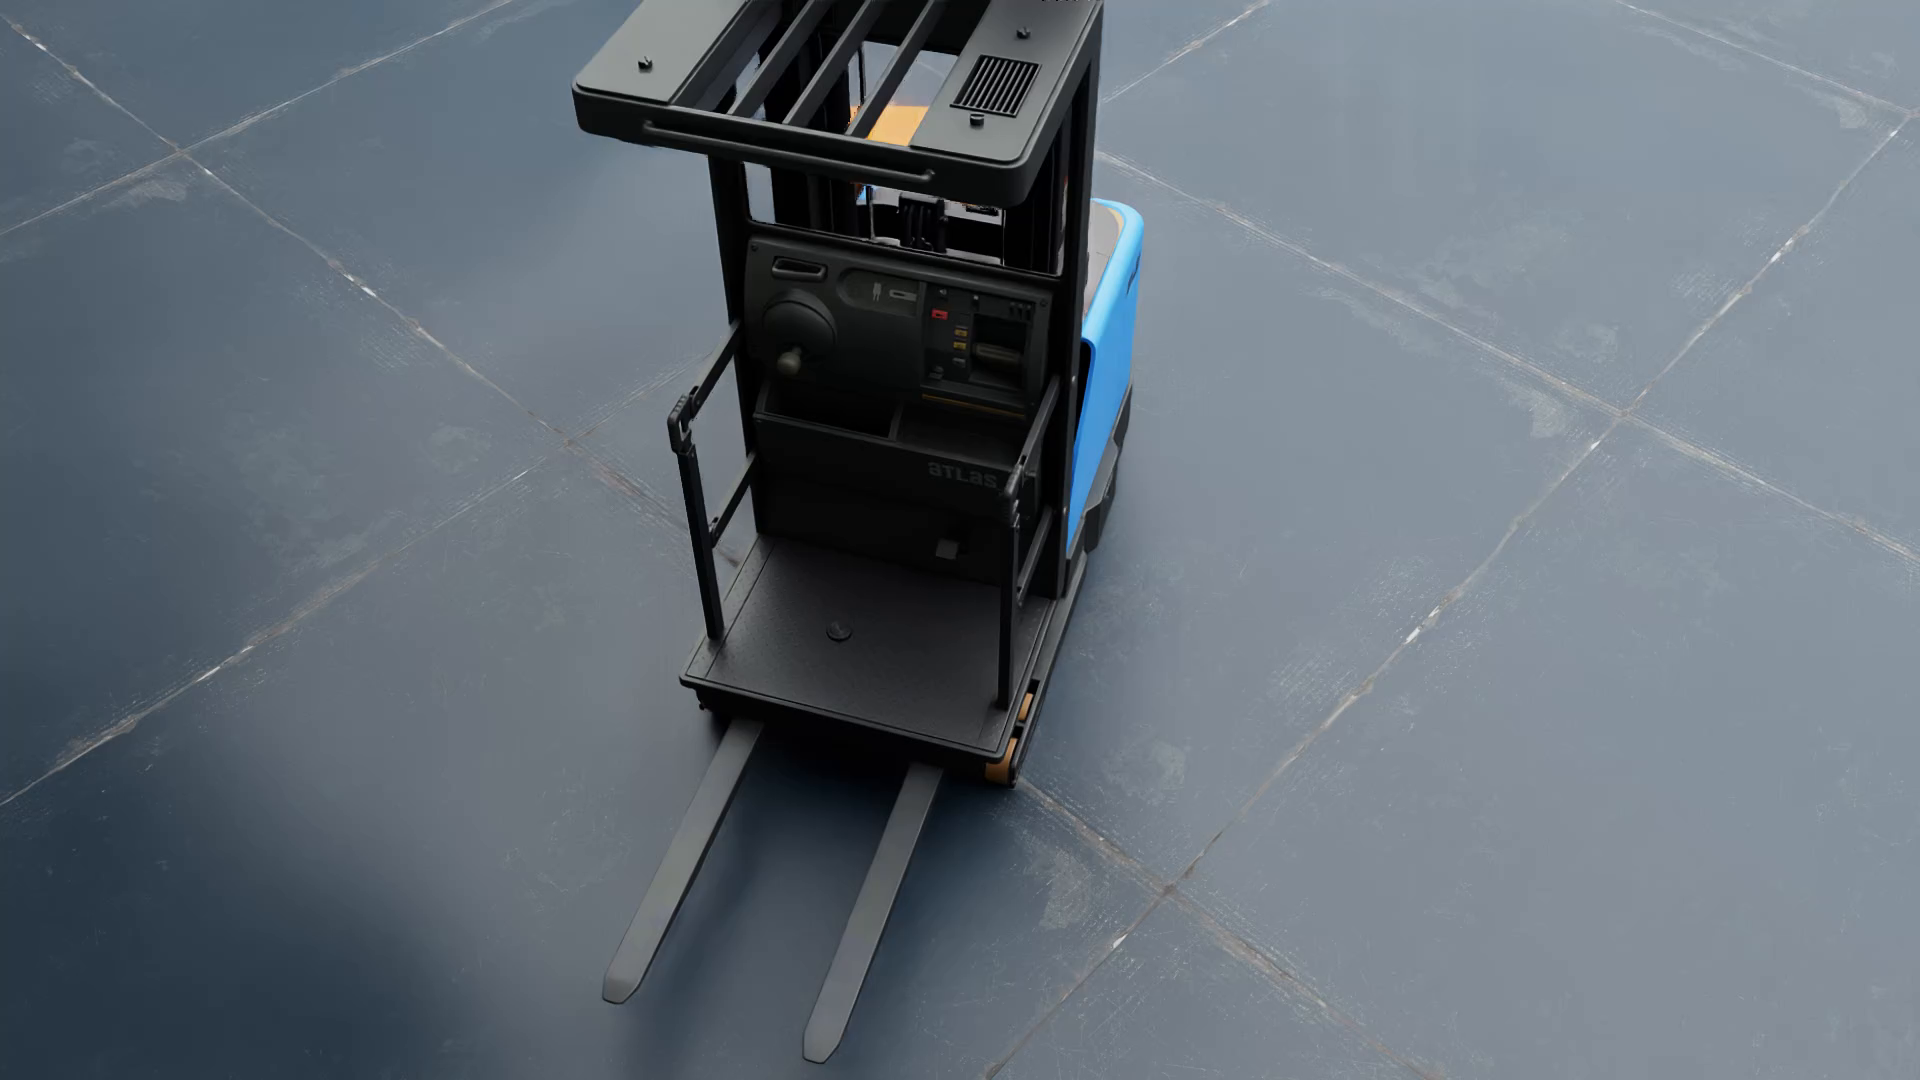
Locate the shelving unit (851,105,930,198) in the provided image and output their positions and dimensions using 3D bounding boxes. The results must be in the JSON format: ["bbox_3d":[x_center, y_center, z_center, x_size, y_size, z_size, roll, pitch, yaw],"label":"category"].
[{"bbox_3d":[-0.166,-1.239,6.641,1.048,1.125,0.538,-1,47,-1],"label":"shelving unit"}]

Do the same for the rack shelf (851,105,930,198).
[{"bbox_3d":[-0.166,-1.439,6.428,1.000,0.278,0.538,-1,47,-1],"label":"rack shelf"}]

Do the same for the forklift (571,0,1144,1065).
[{"bbox_3d":[-0.252,-0.530,4.737,1.130,2.935,3.031,13,48,12],"label":"forklift"}]
